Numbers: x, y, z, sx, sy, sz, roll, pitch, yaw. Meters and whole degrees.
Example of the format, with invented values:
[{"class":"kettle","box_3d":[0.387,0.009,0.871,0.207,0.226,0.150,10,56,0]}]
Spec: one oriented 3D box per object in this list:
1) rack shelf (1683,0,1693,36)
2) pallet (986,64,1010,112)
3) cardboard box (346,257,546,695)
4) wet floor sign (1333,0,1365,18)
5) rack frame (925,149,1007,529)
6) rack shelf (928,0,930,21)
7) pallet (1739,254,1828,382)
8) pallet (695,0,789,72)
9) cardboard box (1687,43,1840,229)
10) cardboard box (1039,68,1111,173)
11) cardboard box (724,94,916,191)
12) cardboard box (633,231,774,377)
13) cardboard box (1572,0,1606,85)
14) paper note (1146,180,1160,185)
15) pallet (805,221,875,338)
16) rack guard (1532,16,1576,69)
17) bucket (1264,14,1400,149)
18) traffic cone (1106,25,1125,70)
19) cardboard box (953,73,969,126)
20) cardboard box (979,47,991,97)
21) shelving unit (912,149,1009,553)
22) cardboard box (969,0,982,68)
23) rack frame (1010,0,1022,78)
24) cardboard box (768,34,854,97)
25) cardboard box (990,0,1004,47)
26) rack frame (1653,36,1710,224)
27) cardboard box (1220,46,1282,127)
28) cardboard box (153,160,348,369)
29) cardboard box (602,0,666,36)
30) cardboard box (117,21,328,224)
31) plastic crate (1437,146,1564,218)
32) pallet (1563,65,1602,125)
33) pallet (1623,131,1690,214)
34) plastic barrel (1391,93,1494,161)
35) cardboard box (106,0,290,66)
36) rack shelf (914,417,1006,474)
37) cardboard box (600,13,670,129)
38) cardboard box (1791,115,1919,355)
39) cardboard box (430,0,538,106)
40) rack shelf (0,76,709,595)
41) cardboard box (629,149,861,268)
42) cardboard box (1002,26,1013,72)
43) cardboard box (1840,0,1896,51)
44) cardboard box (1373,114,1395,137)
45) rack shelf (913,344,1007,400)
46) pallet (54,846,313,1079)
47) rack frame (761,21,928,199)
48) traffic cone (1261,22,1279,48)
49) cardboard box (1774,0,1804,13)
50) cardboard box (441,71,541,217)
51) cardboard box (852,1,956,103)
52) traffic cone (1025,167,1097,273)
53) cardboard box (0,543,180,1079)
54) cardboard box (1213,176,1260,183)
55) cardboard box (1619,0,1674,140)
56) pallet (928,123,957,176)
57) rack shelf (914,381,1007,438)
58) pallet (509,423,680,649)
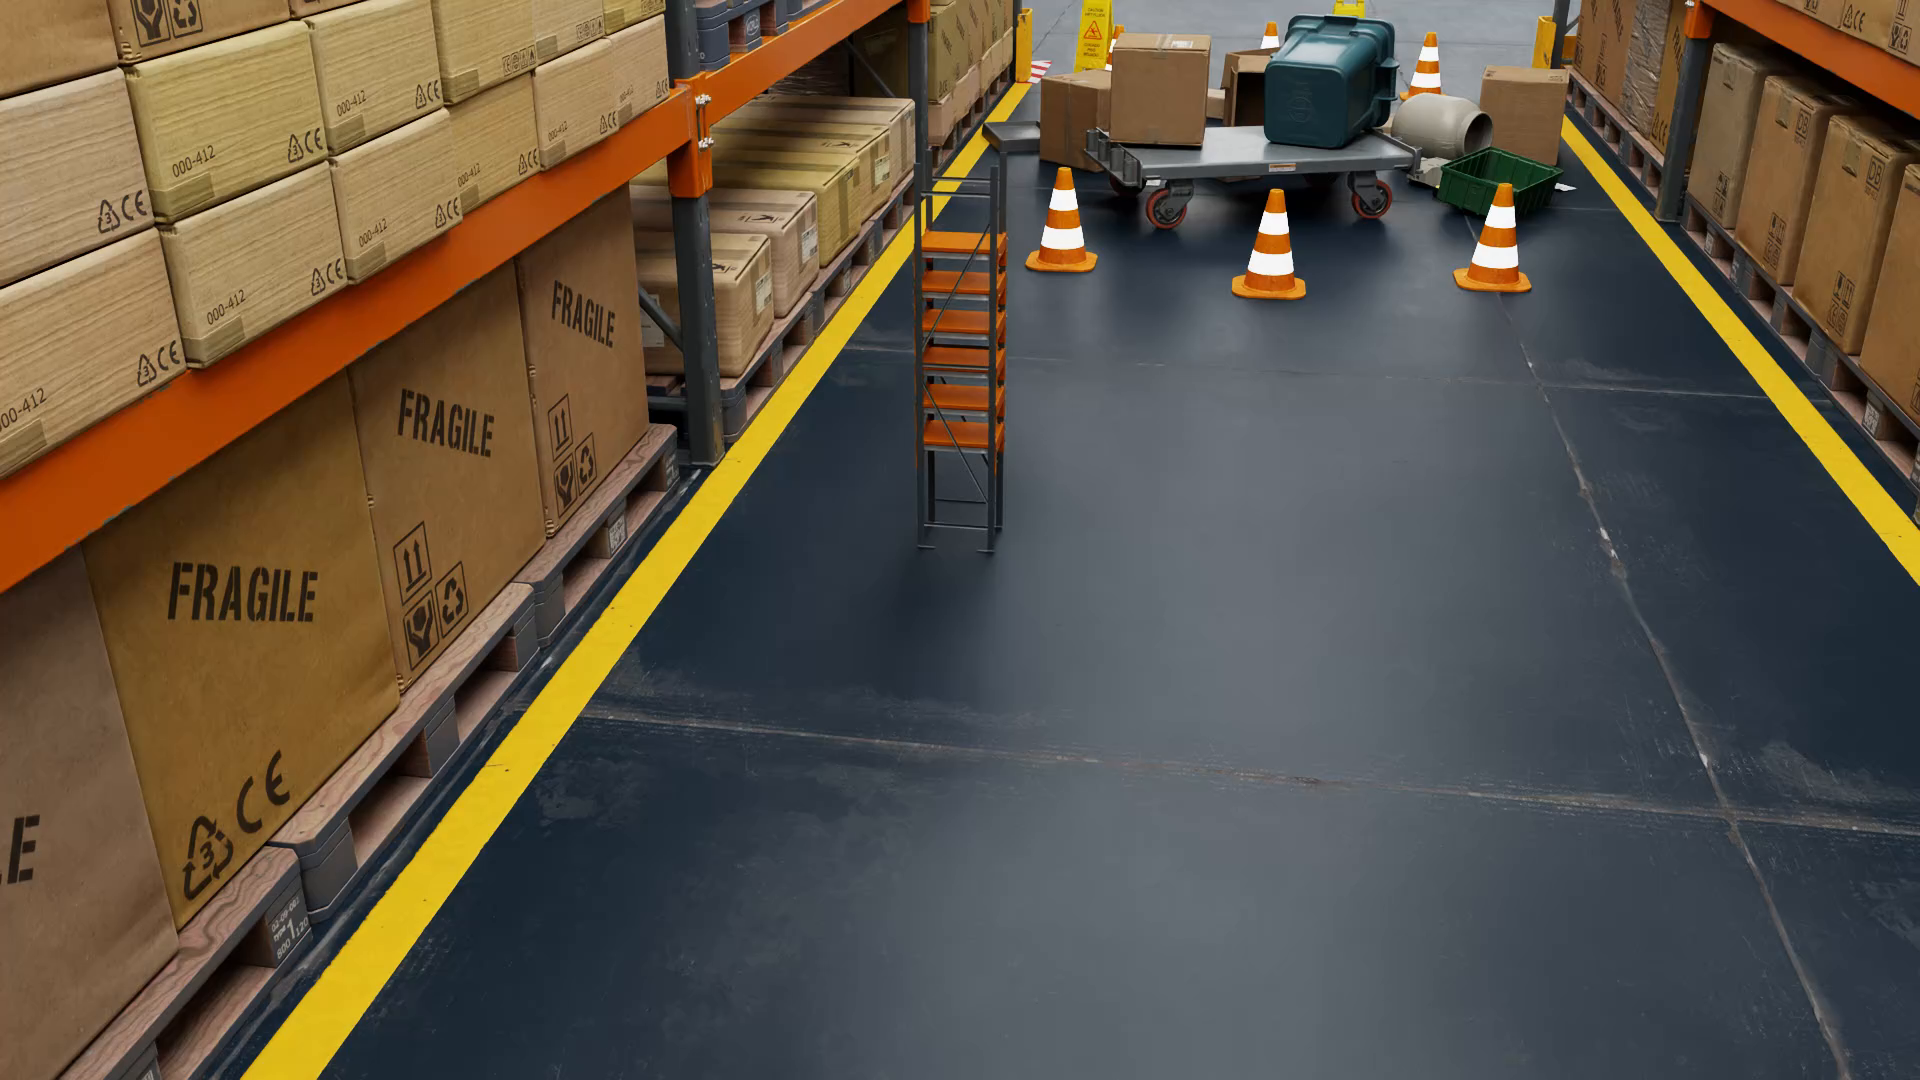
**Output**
[{"class":"rack shelf","box_3d":[4.547,-3.546,10.136,1.077,0.370,4.000,4,25,9]},{"class":"pallet","box_3d":[-0.206,-3.377,12.216,1.003,0.211,1.213,4,25,9]},{"class":"cardboard box","box_3d":[-1.678,-0.235,4.225,0.875,0.875,0.875,4,25,9]},{"class":"wet floor sign","box_3d":[2.925,-3.791,12.589,0.267,0.644,0.232,0,25,-1]},{"class":"rack frame","box_3d":[0.017,-0.588,5.090,0.240,1.200,0.006,4,25,9]},{"class":"rack shelf","box_3d":[-0.353,-3.847,10.778,1.077,0.370,4.000,4,25,9]},{"class":"pallet","box_3d":[3.972,-0.933,6.994,1.003,0.211,1.213,4,25,9]},{"class":"pallet","box_3d":[-1.322,-1.882,5.958,1.213,0.211,1.003,4,25,9]},{"class":"cardboard box","box_3d":[4.208,-1.941,8.016,1.050,0.750,0.750,4,25,8]},{"class":"cardboard box","box_3d":[0.838,-2.559,10.124,0.500,0.500,0.500,-20,32,-36]},{"class":"cardboard box","box_3d":[-0.763,-2.117,8.838,0.950,0.372,0.625,4,25,9]},{"class":"cardboard box","box_3d":[-1.231,-0.899,6.236,0.950,0.372,0.625,2,25,5]},{"class":"cardboard box","box_3d":[4.828,-3.648,11.516,0.875,0.875,0.875,4,25,9]},{"class":"paper note","box_3d":[1.090,-2.095,9.689,0.148,0.019,0.142,4,25,9]},{"class":"pallet","box_3d":[-1.002,-1.236,7.641,1.003,0.211,1.213,4,25,9]},{"class":"rack guard","box_3d":[4.878,-3.586,12.322,1.175,0.500,0.348,4,25,9]},{"class":"bucket","box_3d":[1.968,-2.458,9.031,0.726,0.611,0.620,13,38,26]},{"class":"traffic cone","box_3d":[1.177,-3.591,12.376,0.336,0.463,0.334,4,25,9]},{"class":"cardboard box","box_3d":[-0.241,-2.733,10.299,0.500,0.250,0.500,5,26,11]},{"class":"cardboard box","box_3d":[-0.065,-3.162,11.215,0.500,0.250,0.500,3,25,7]},{"class":"shelving unit","box_3d":[0.002,-0.549,5.009,0.258,1.200,0.189,4,25,9]},{"class":"cardboard box","box_3d":[-0.155,-3.290,10.604,0.500,0.500,0.500,5,26,11]},{"class":"rack frame","box_3d":[-0.026,-5.009,12.413,1.000,3.000,0.127,4,25,9]},{"class":"cardboard box","box_3d":[-0.848,-2.887,9.742,0.500,0.500,0.500,4,25,8]},{"class":"cardboard box","box_3d":[0.019,-3.722,11.527,0.500,0.500,0.500,5,26,10]},{"class":"rack frame","box_3d":[4.220,-3.035,8.196,1.000,3.000,0.127,4,25,9]},{"class":"cardboard box","box_3d":[2.185,-2.968,10.998,0.797,0.503,0.637,-14,29,-27]},{"class":"cardboard box","box_3d":[-1.472,-0.518,2.995,0.500,0.250,0.500,4,25,8]},{"class":"cardboard box","box_3d":[-1.162,-1.601,4.720,0.500,0.250,0.500,4,25,8]},{"class":"cardboard box","box_3d":[-1.471,-0.742,2.885,0.500,0.250,0.500,4,25,9]},{"class":"plastic crate","box_3d":[2.956,-1.951,9.130,0.450,0.188,0.662,29,36,30]},{"class":"pallet","box_3d":[4.821,-3.105,11.636,1.003,0.211,1.213,4,25,9]},{"class":"pallet","box_3d":[4.422,-2.085,9.455,1.003,0.211,1.213,4,25,9]},{"class":"plastic barrel","box_3d":[2.892,-2.449,9.983,0.421,0.421,0.512,-20,32,-36]},{"class":"cardboard box","box_3d":[-1.491,-1.077,2.715,0.500,0.500,0.500,3,25,7]},{"class":"rack shelf","box_3d":[0.002,-0.292,5.129,0.258,0.103,0.180,4,25,9]},{"class":"cardboard box","box_3d":[-1.160,-1.366,4.806,0.500,0.250,0.500,3,25,7]},{"class":"cardboard box","box_3d":[3.895,-1.148,6.323,1.050,0.750,0.750,4,25,9]},{"class":"cardboard box","box_3d":[-1.305,-1.171,3.801,0.500,0.250,0.500,3,25,7]},{"class":"rack shelf","box_3d":[-1.660,-0.501,3.630,1.077,0.370,4.000,4,25,9]},{"class":"cardboard box","box_3d":[-0.989,-1.525,7.573,0.950,0.372,0.625,5,26,10]},{"class":"cardboard box","box_3d":[0.104,-3.587,12.123,0.500,0.250,0.500,4,25,8]},{"class":"cardboard box","box_3d":[3.540,-2.032,5.936,0.500,0.500,0.500,4,25,8]},{"class":"cardboard box","box_3d":[2.684,-2.644,10.585,0.396,0.266,0.258,8,26,18]},{"class":"rack shelf","box_3d":[0.002,-0.509,5.027,0.258,0.103,0.180,4,25,9]},{"class":"pallet","box_3d":[-1.935,0.945,2.982,1.003,0.211,1.213,4,25,9]},{"class":"rack frame","box_3d":[-0.680,-3.336,8.839,1.000,3.000,0.127,4,25,9]},{"class":"traffic cone","box_3d":[2.327,-3.656,12.515,0.336,0.463,0.334,4,25,9]},{"class":"cardboard box","box_3d":[3.703,-2.459,6.848,0.500,0.500,0.500,4,25,8]},{"class":"cardboard box","box_3d":[-1.326,-0.941,3.900,0.500,0.250,0.500,4,25,8]},{"class":"cardboard box","box_3d":[-0.317,-2.849,9.661,0.500,0.500,0.500,5,26,11]},{"class":"traffic cone","box_3d":[0.499,-1.571,8.061,0.336,0.463,0.334,4,25,9]},{"class":"cardboard box","box_3d":[-1.965,0.517,2.618,0.875,0.875,0.875,5,26,10]},{"class":"cardboard box","box_3d":[1.571,-2.290,9.829,0.258,0.266,0.396,-14,29,-27]},{"class":"cardboard box","box_3d":[4.536,-2.899,9.915,0.875,0.875,0.875,4,25,9]},{"class":"pallet","box_3d":[-0.605,-2.356,10.035,1.003,0.211,1.213,4,25,9]},{"class":"rack shelf","box_3d":[0.002,-0.401,5.078,0.258,0.103,0.180,4,25,9]},{"class":"pallet","box_3d":[-1.537,-0.076,5.163,1.003,0.211,1.213,4,25,9]}]
